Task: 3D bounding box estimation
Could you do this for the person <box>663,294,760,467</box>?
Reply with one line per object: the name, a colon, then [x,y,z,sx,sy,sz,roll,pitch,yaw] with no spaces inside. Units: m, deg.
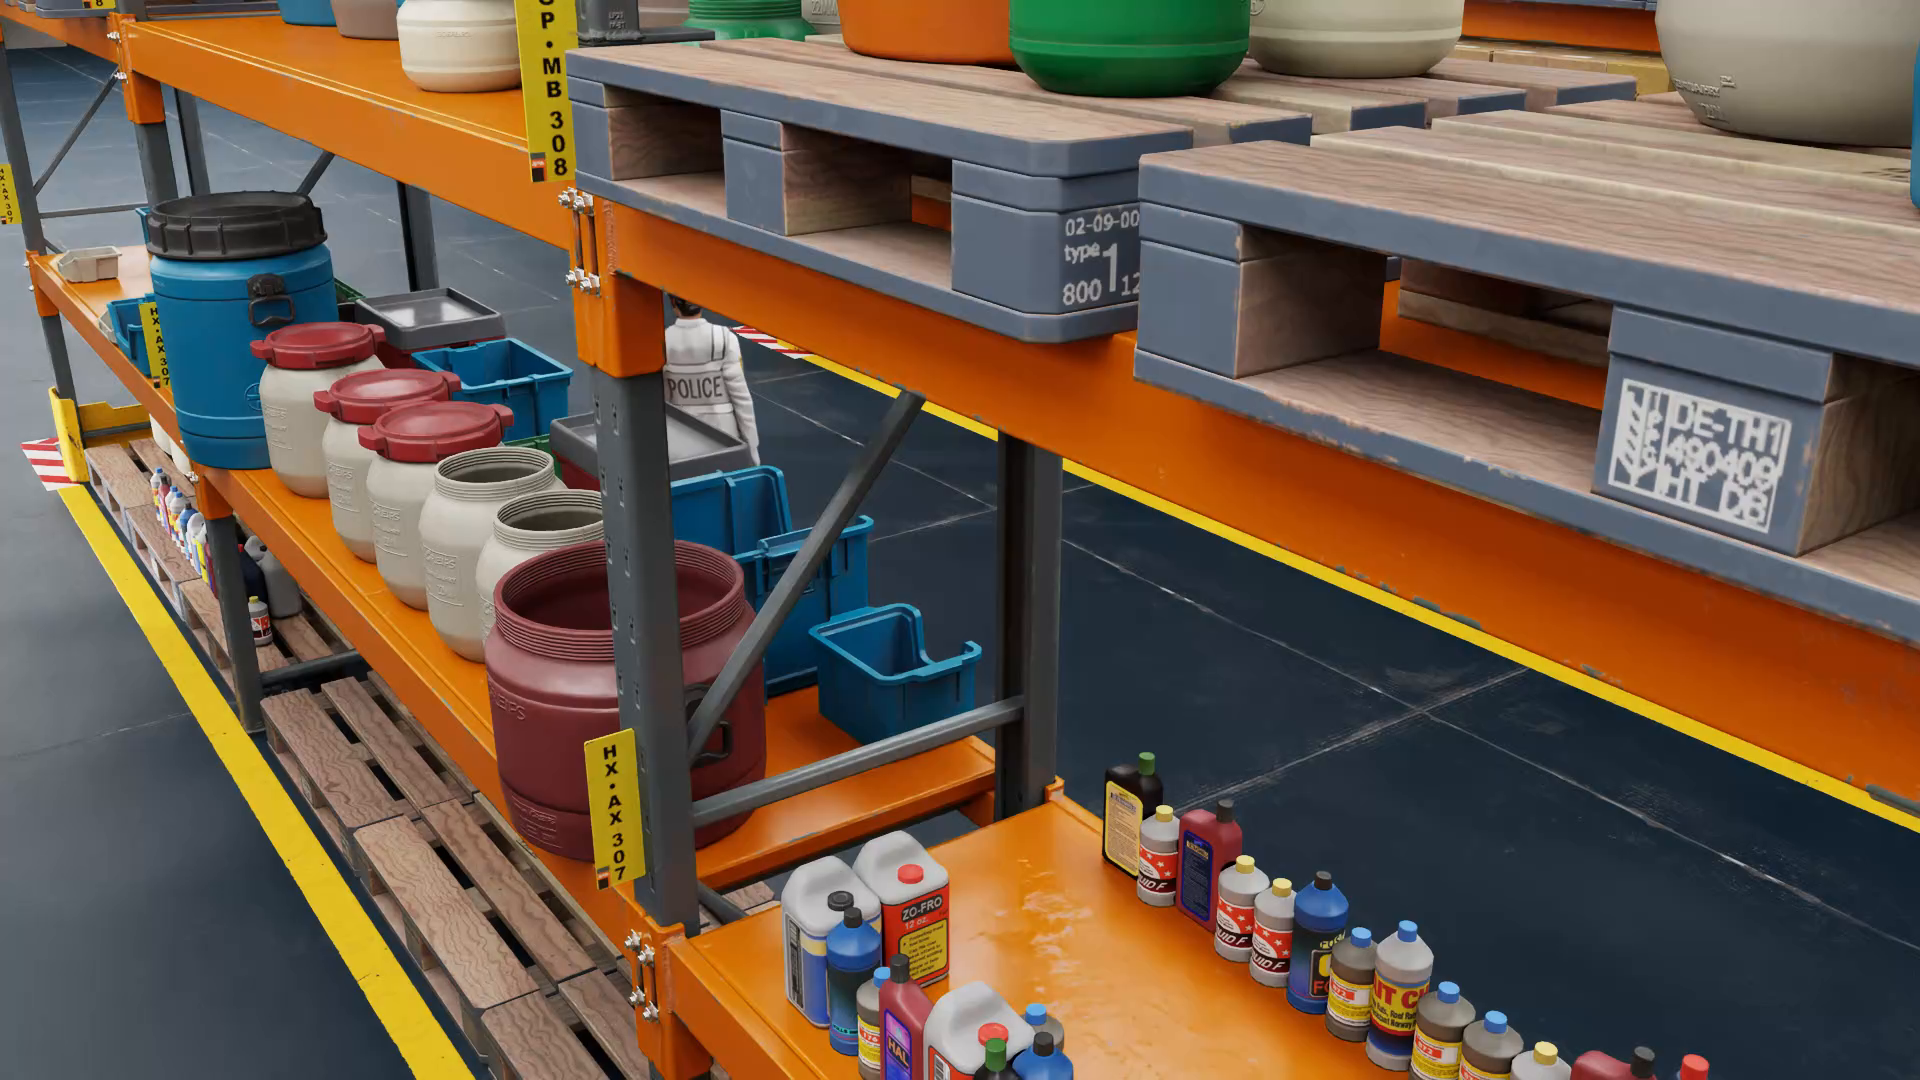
person: [-1.184,-0.410,7.639,0.527,1.717,0.487,-2,22,-6]
